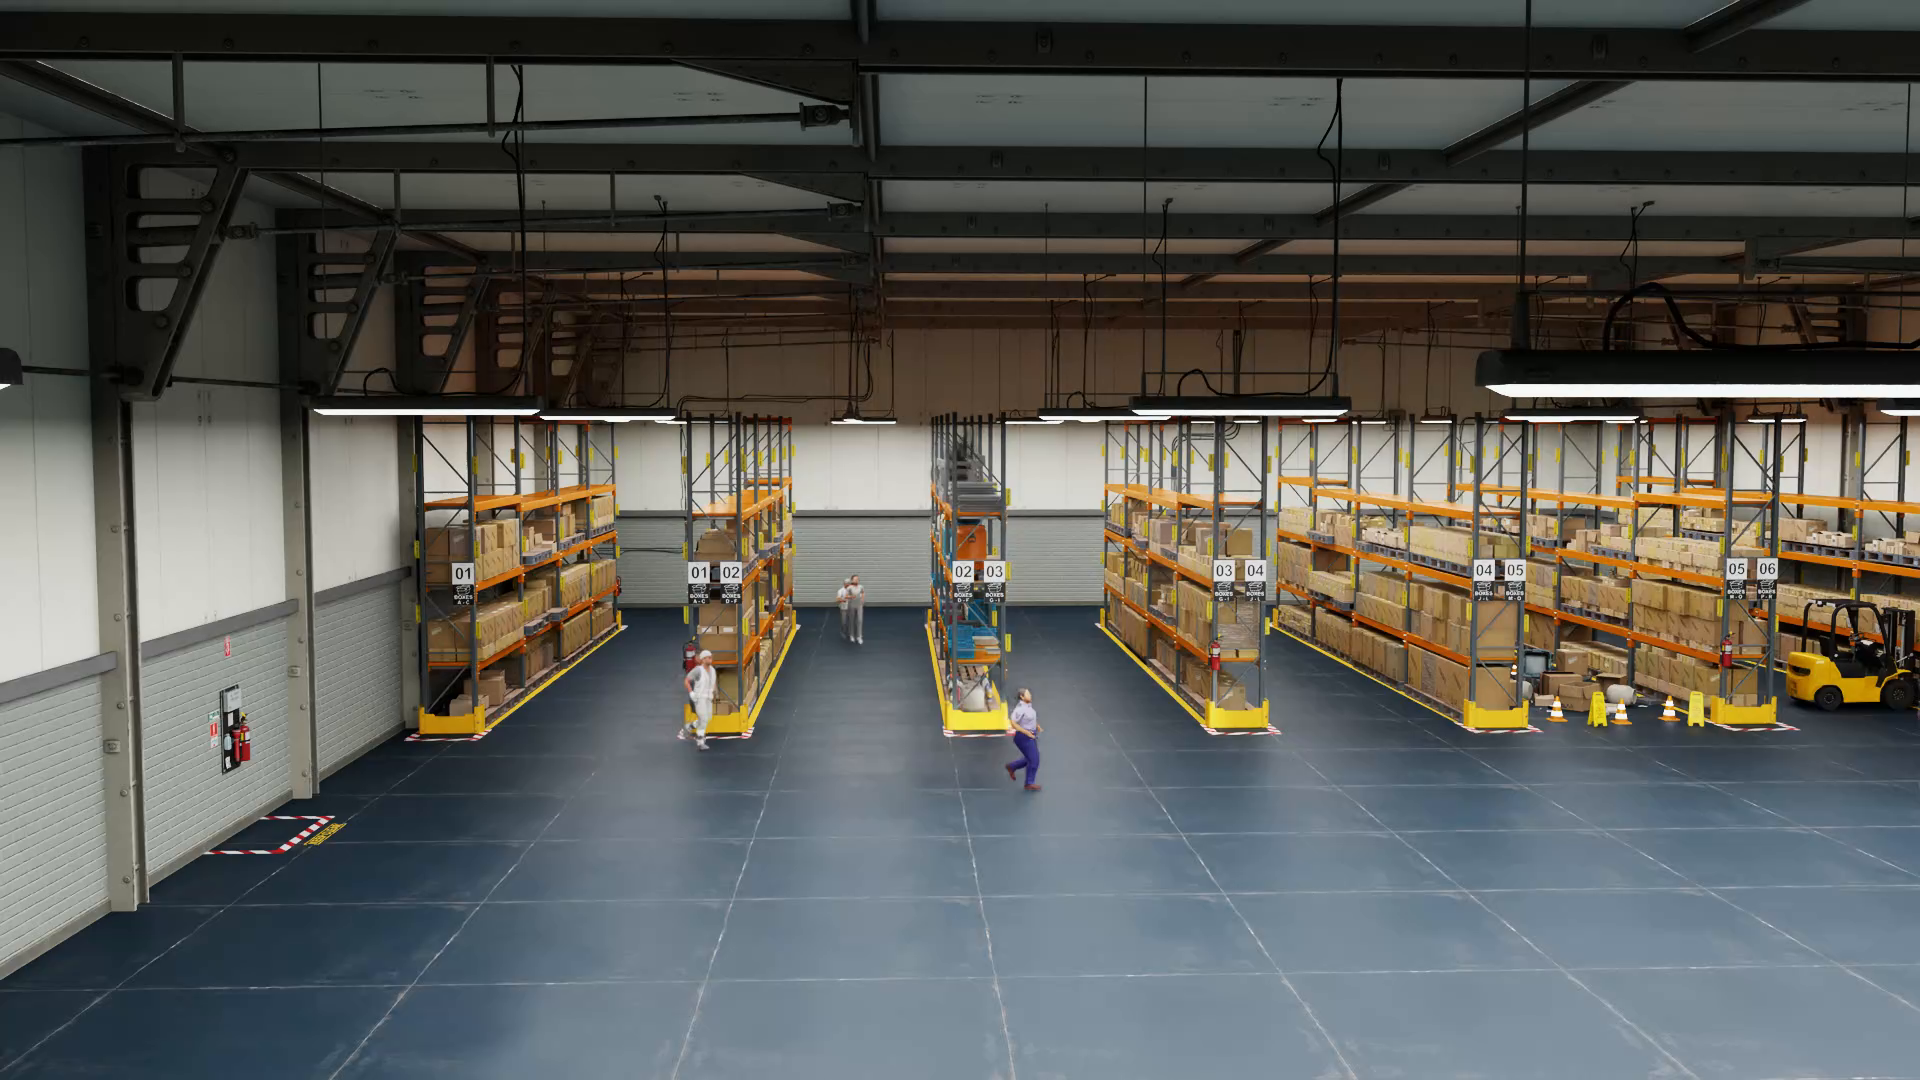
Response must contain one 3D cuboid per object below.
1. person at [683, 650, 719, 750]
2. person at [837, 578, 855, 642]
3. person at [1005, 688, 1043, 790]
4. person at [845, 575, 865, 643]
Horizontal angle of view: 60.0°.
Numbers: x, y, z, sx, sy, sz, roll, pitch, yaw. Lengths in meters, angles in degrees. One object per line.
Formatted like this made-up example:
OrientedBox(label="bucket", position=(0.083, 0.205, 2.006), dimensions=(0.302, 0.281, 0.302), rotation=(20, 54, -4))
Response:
OrientedBox(label="person", position=(-4.617, 2.837, 29.740), dimensions=(0.772, 1.728, 0.709), rotation=(3, 5, 37))
OrientedBox(label="person", position=(-3.029, 1.884, 44.473), dimensions=(0.556, 1.728, 0.804), rotation=(-1, 4, -13))
OrientedBox(label="person", position=(1.000, 3.133, 26.300), dimensions=(0.639, 1.597, 0.611), rotation=(1, 4, 20))
OrientedBox(label="person", position=(-2.627, 1.721, 41.882), dimensions=(0.566, 1.691, 0.835), rotation=(-1, 4, -16))
